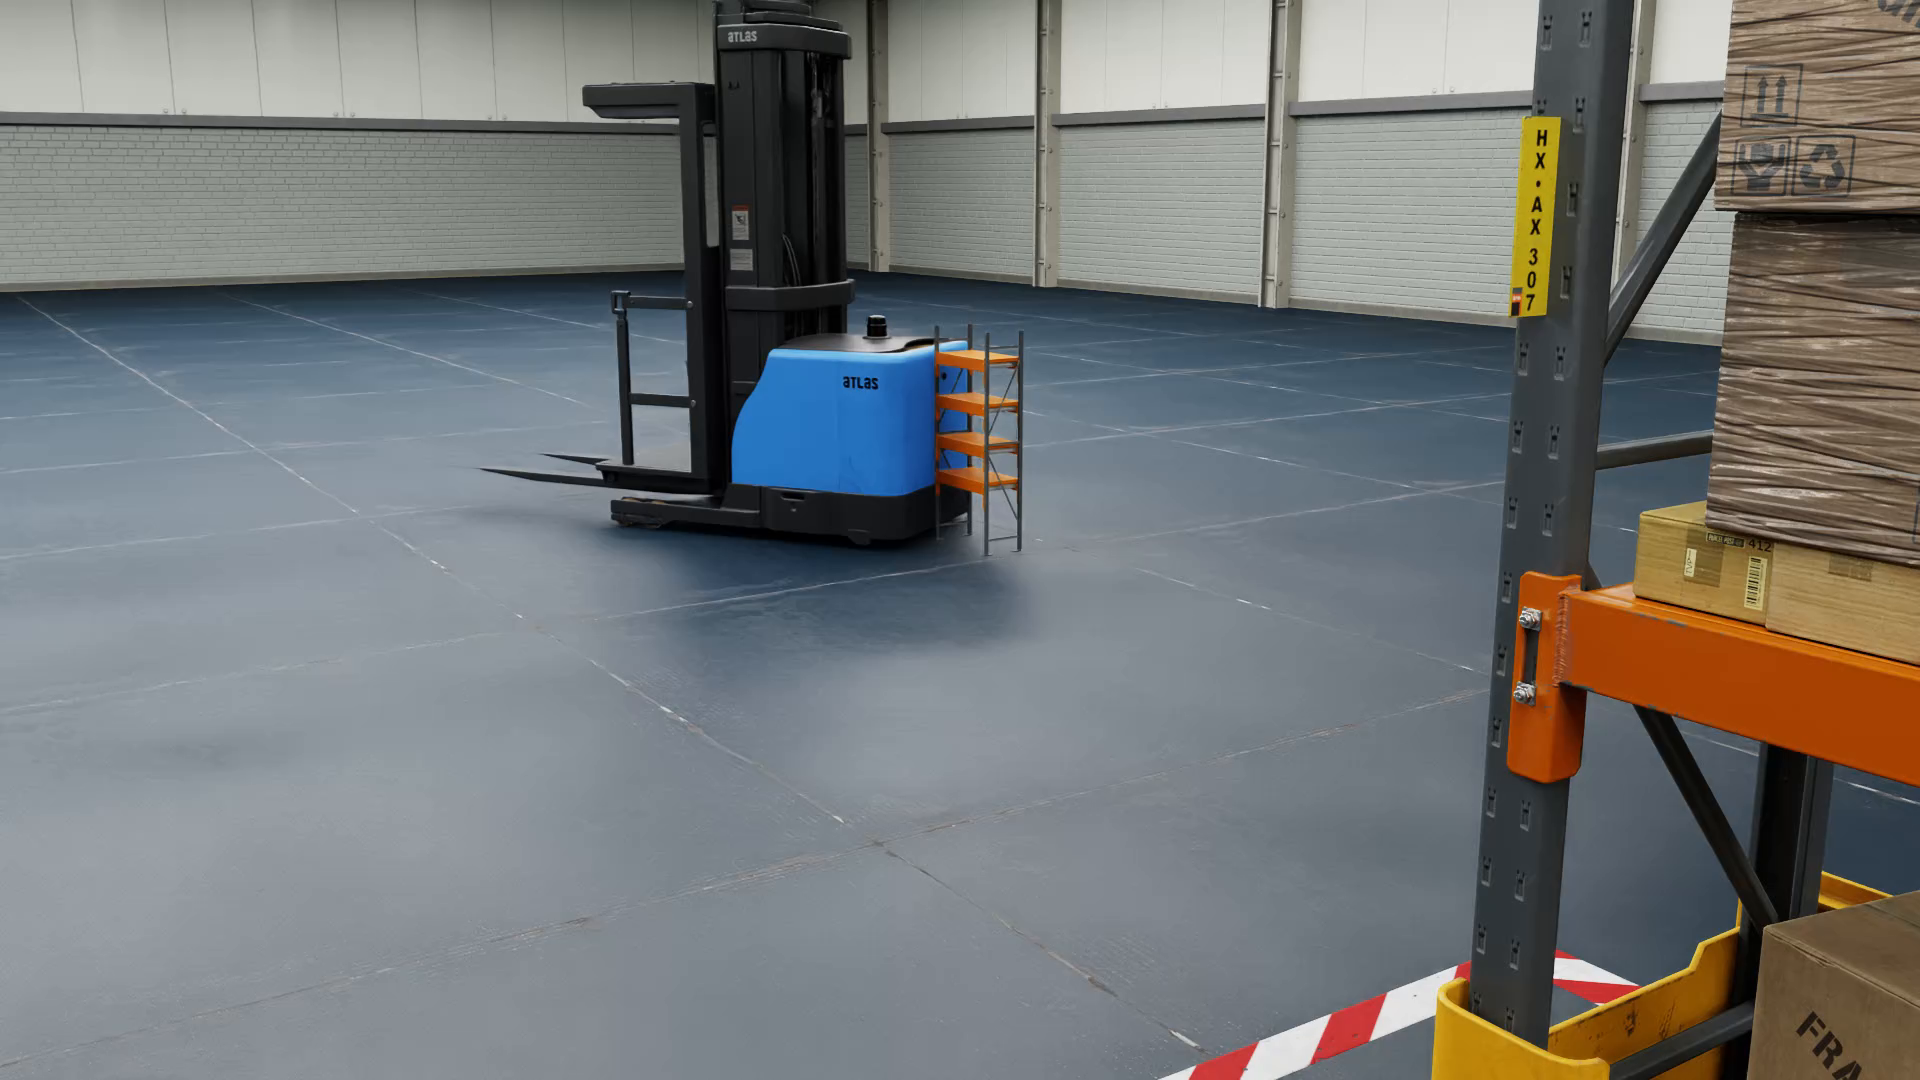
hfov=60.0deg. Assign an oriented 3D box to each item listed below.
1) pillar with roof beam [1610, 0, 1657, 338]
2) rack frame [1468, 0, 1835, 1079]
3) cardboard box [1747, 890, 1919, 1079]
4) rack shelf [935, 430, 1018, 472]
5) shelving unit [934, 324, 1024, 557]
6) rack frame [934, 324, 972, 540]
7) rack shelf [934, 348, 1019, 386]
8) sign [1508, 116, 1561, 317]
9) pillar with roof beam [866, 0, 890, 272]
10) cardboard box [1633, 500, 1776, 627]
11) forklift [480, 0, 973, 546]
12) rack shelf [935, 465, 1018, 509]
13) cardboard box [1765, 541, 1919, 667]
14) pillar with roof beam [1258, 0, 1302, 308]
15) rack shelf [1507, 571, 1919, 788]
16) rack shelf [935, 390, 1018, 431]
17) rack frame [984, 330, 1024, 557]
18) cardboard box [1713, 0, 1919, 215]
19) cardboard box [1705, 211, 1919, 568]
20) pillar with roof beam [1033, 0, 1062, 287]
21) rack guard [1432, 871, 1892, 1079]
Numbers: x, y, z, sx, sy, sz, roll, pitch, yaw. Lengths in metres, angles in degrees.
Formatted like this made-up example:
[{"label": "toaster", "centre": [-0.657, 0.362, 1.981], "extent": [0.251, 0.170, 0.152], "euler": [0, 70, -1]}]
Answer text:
[{"label": "pillar with roof beam", "centre": [4.656, -6.470, 17.883], "extent": [9.100, 9.000, 0.400], "euler": [-8, 15, -33]}, {"label": "rack frame", "centre": [1.410, -0.178, 3.153], "extent": [1.000, 3.000, 0.127], "euler": [-8, 15, -33]}, {"label": "cardboard box", "centre": [1.742, 0.951, 2.859], "extent": [0.500, 0.500, 0.500], "euler": [-5, 13, -22]}, {"label": "rack shelf", "centre": [0.099, -0.490, 9.109], "extent": [0.258, 0.148, 0.480], "euler": [-8, 15, -33]}, {"label": "shelving unit", "centre": [0.099, -0.556, 9.095], "extent": [0.258, 1.200, 0.503], "euler": [-8, 15, -33]}, {"label": "rack frame", "centre": [-0.036, -0.599, 9.294], "extent": [0.240, 1.200, 0.015], "euler": [-8, 15, -33]}, {"label": "rack shelf", "centre": [0.099, -0.940, 9.011], "extent": [0.258, 0.148, 0.480], "euler": [-8, 15, -33]}, {"label": "sign", "centre": [0.958, -0.536, 2.767], "extent": [0.100, 0.325, 0.005], "euler": [-8, 15, -33]}, {"label": "pillar with roof beam", "centre": [-5.317, -9.671, 32.522], "extent": [9.100, 9.000, 0.400], "euler": [-8, 15, -33]}, {"label": "cardboard box", "centre": [1.369, 0.024, 2.819], "extent": [0.380, 0.149, 0.250], "euler": [-8, 15, -33]}, {"label": "forklift", "centre": [-1.482, -1.590, 9.771], "extent": [3.031, 2.935, 1.130], "euler": [6, 14, 24]}, {"label": "rack shelf", "centre": [0.099, -0.296, 9.152], "extent": [0.258, 0.148, 0.480], "euler": [-8, 15, -33]}, {"label": "cardboard box", "centre": [1.492, 0.071, 2.606], "extent": [0.380, 0.149, 0.250], "euler": [-8, 15, -33]}, {"label": "pillar with roof beam", "centre": [1.332, -7.537, 22.763], "extent": [9.100, 9.000, 0.400], "euler": [-8, 15, -33]}, {"label": "rack shelf", "centre": [2.518, 0.529, 1.604], "extent": [1.077, 0.370, 4.000], "euler": [-8, 15, -33]}, {"label": "rack shelf", "centre": [0.099, -0.709, 9.062], "extent": [0.258, 0.148, 0.480], "euler": [-8, 15, -33]}, {"label": "rack frame", "centre": [0.233, -0.512, 8.896], "extent": [0.240, 1.200, 0.015], "euler": [-8, 15, -33]}, {"label": "cardboard box", "centre": [1.488, -0.730, 2.409], "extent": [0.500, 0.500, 0.500], "euler": [-8, 15, -33]}, {"label": "cardboard box", "centre": [1.692, -0.271, 2.649], "extent": [0.875, 0.500, 0.500], "euler": [-8, 15, -33]}, {"label": "pillar with roof beam", "centre": [-1.992, -8.604, 27.643], "extent": [9.100, 9.000, 0.400], "euler": [-8, 15, -33]}, {"label": "rack guard", "centre": [1.452, 1.057, 3.359], "extent": [1.175, 0.500, 0.348], "euler": [-8, 15, -33]}]
